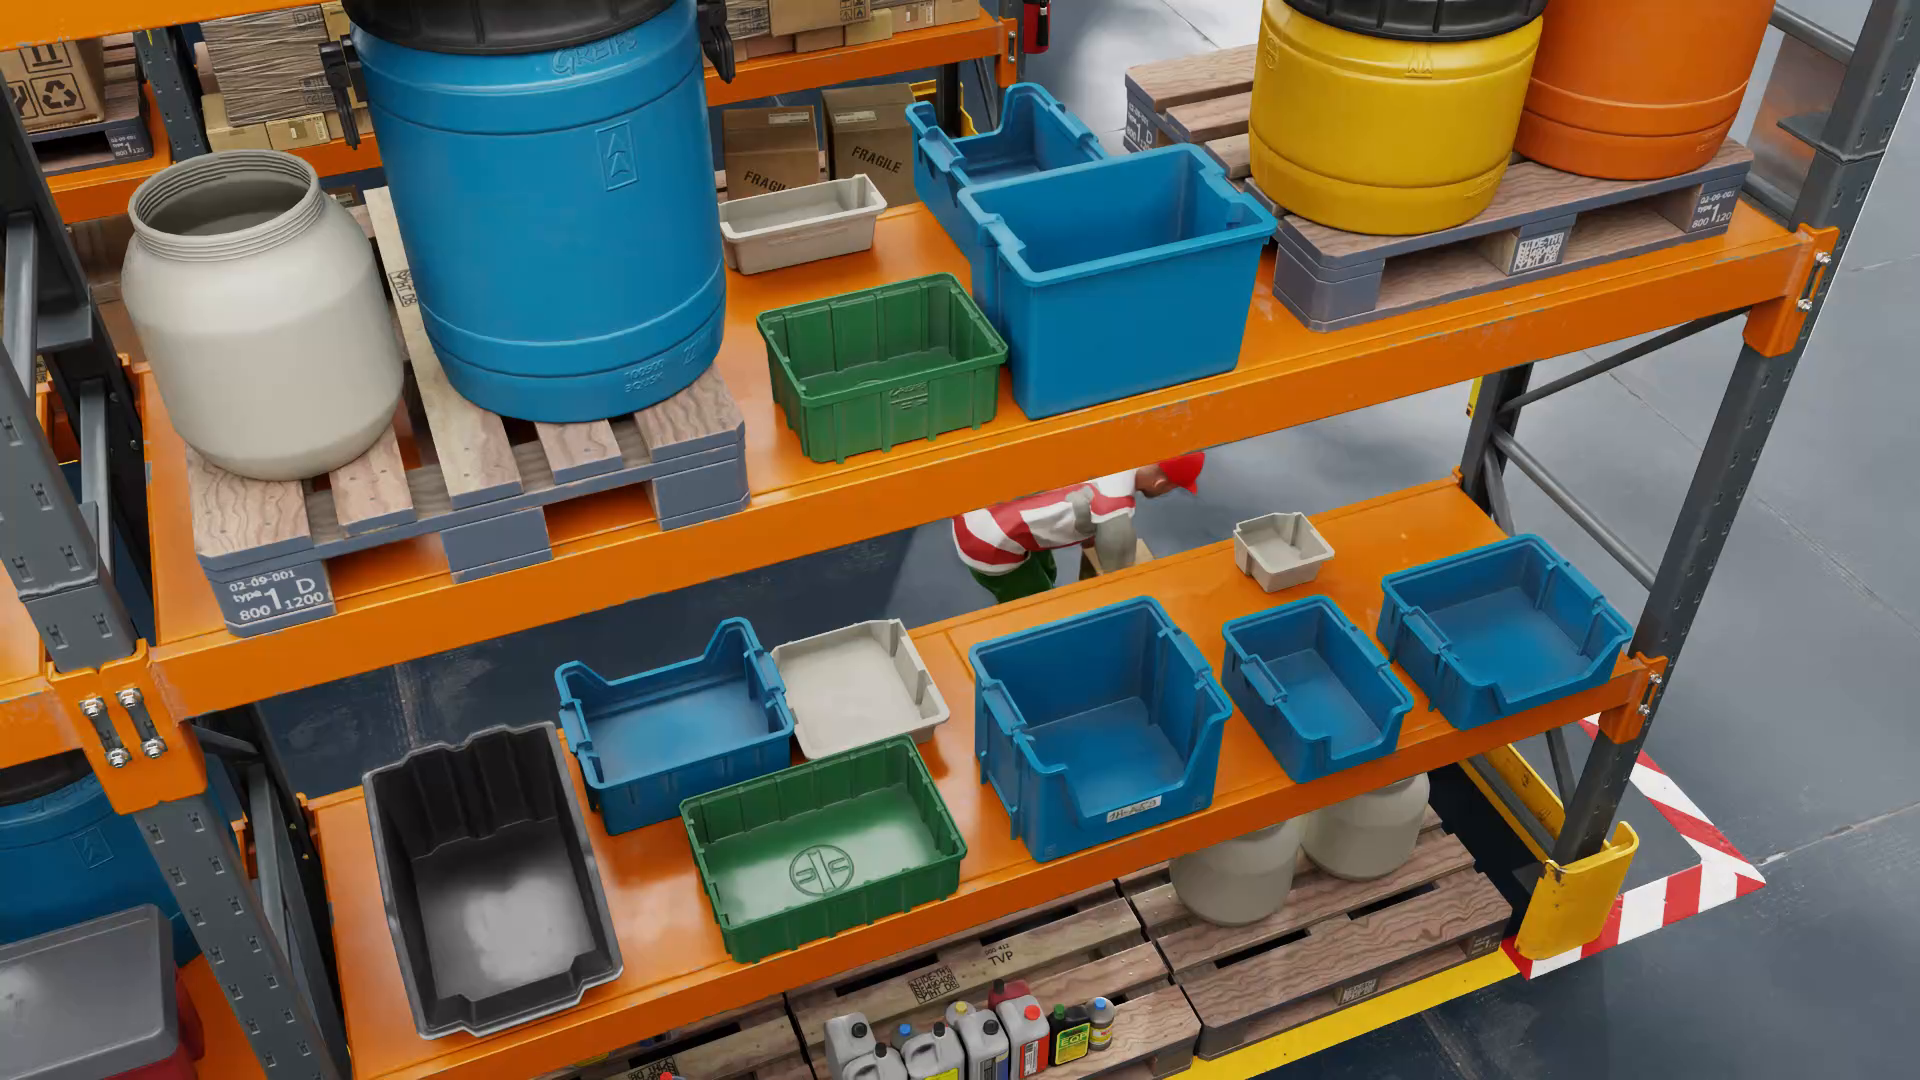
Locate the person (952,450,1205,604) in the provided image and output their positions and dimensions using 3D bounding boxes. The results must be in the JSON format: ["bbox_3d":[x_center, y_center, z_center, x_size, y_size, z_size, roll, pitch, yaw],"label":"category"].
[{"bbox_3d":[0.435,0.132,6.391,0.928,1.257,0.507,-4,42,-4],"label":"person"}]
